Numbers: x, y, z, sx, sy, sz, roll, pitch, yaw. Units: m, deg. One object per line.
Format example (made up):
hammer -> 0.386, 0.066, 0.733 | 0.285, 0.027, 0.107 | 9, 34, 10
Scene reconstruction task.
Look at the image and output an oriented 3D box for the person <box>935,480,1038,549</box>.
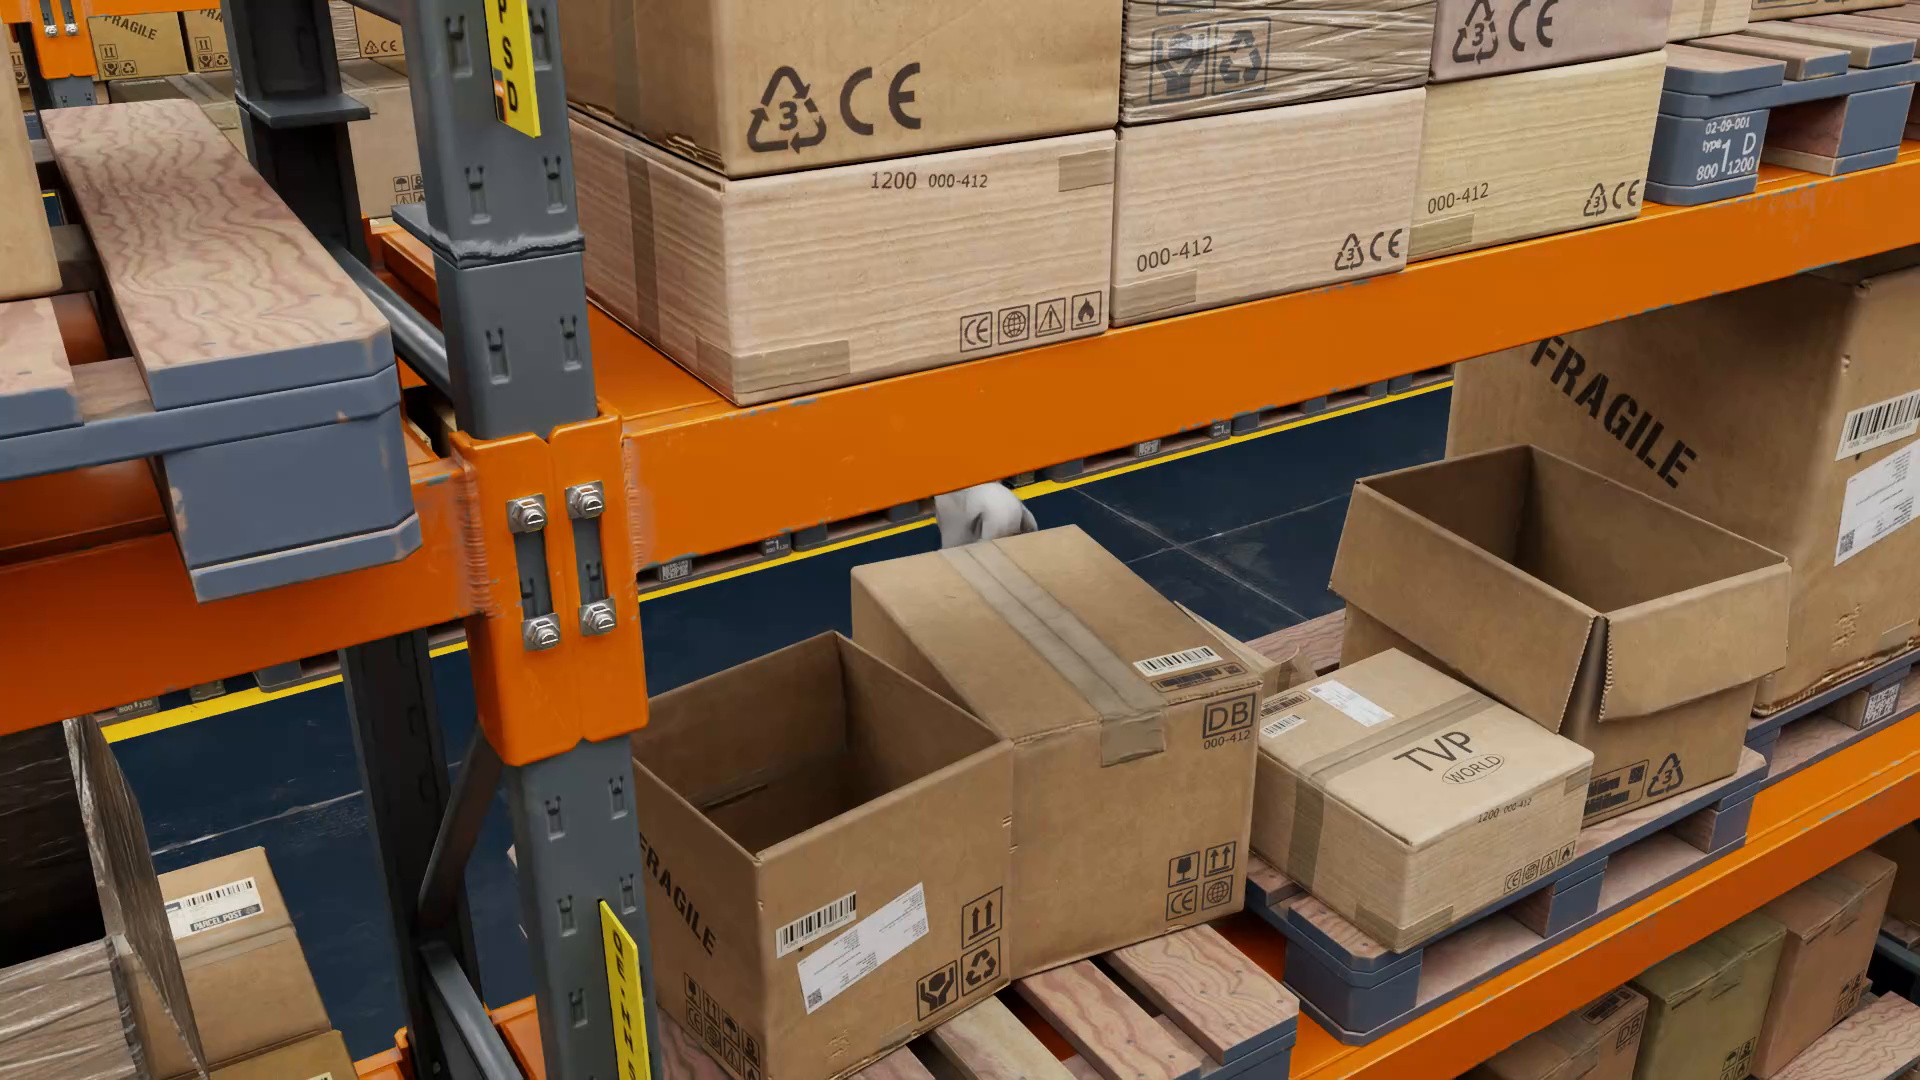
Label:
person -> 0.074, 0.305, 5.401 | 0.437, 1.669, 0.470 | -14, 29, -28
